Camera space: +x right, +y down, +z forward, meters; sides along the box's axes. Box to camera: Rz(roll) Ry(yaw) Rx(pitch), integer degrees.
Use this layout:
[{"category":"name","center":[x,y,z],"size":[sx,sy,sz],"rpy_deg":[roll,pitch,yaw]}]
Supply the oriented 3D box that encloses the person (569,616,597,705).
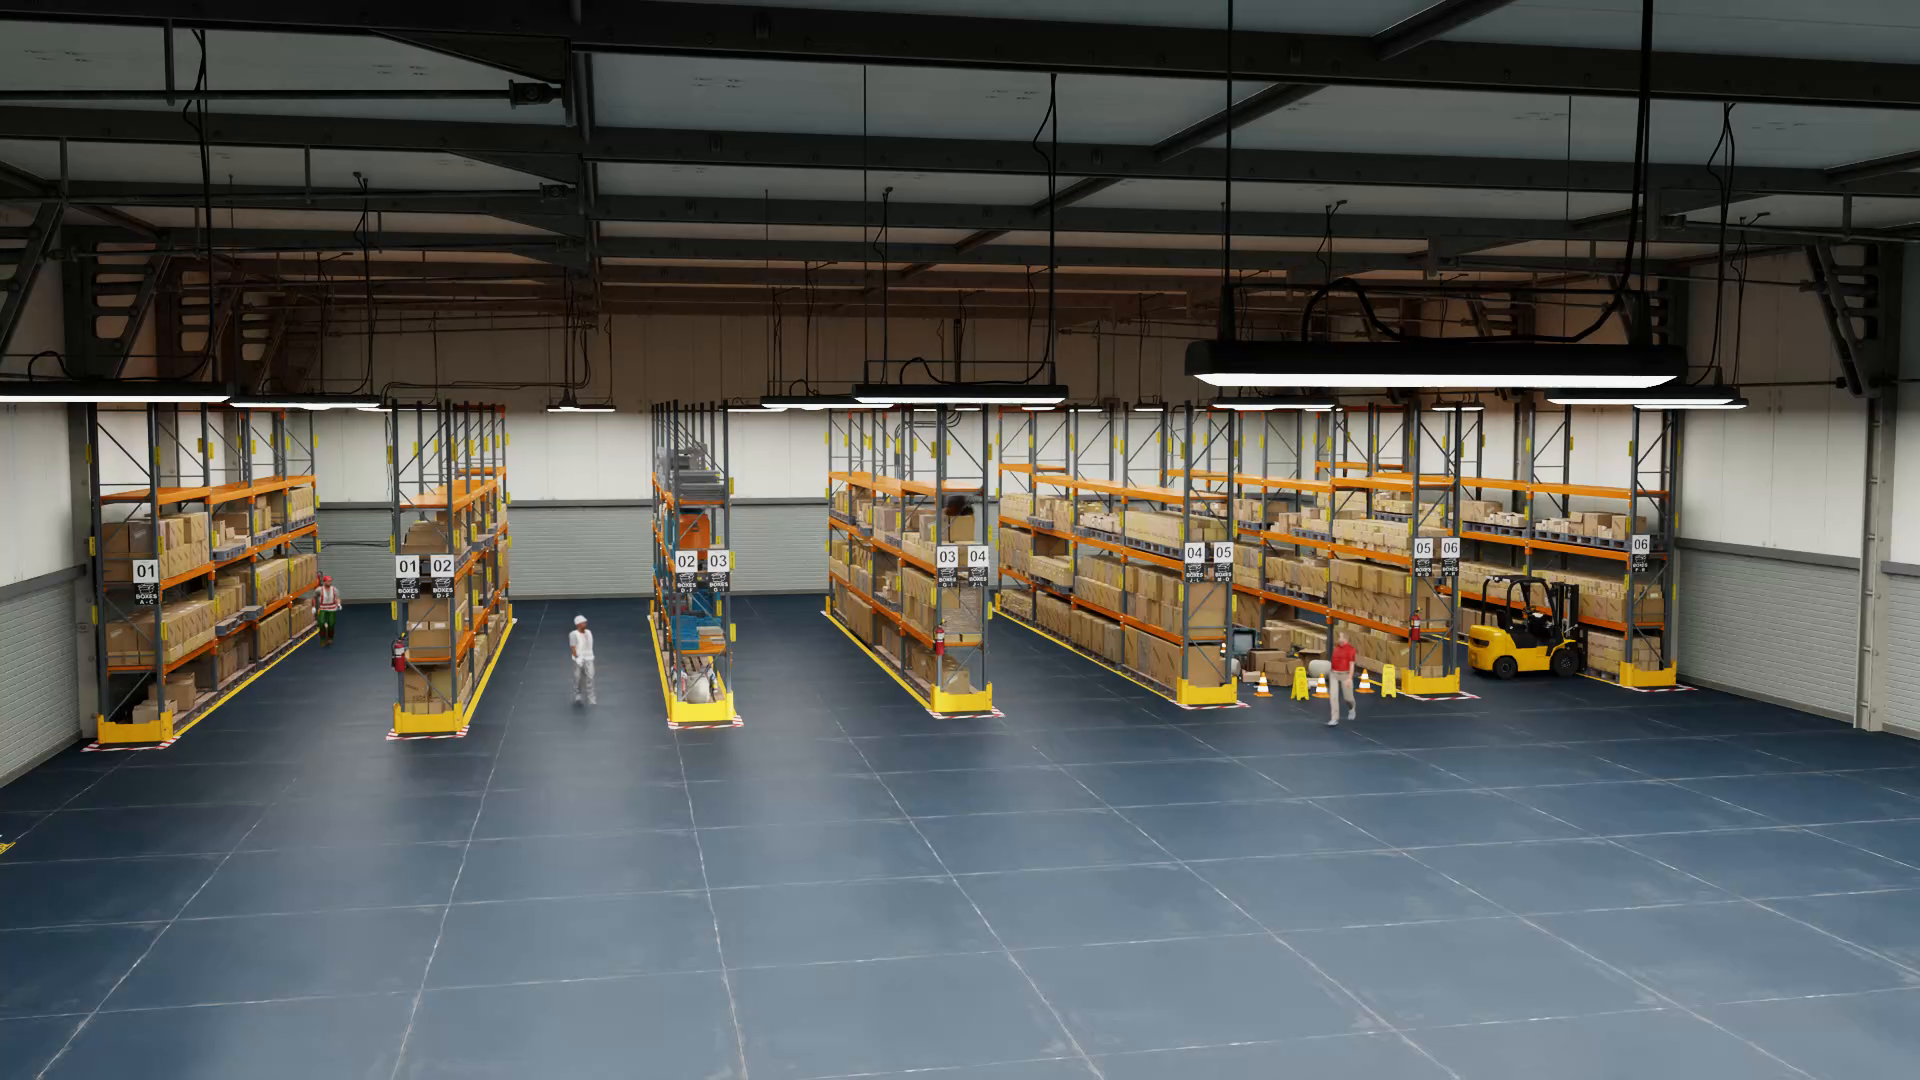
[{"category":"person","center":[-7.451,2.369,32.786],"size":[0.486,1.735,1.009],"rpy_deg":[-1,5,-19]}]

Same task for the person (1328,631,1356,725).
[{"category":"person","center":[7.076,2.539,30.722],"size":[0.493,1.709,0.748],"rpy_deg":[2,5,27]}]

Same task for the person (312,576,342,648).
[{"category":"person","center":[-15.693,1.780,41.234],"size":[0.745,1.812,0.877],"rpy_deg":[-1,4,-12]}]
